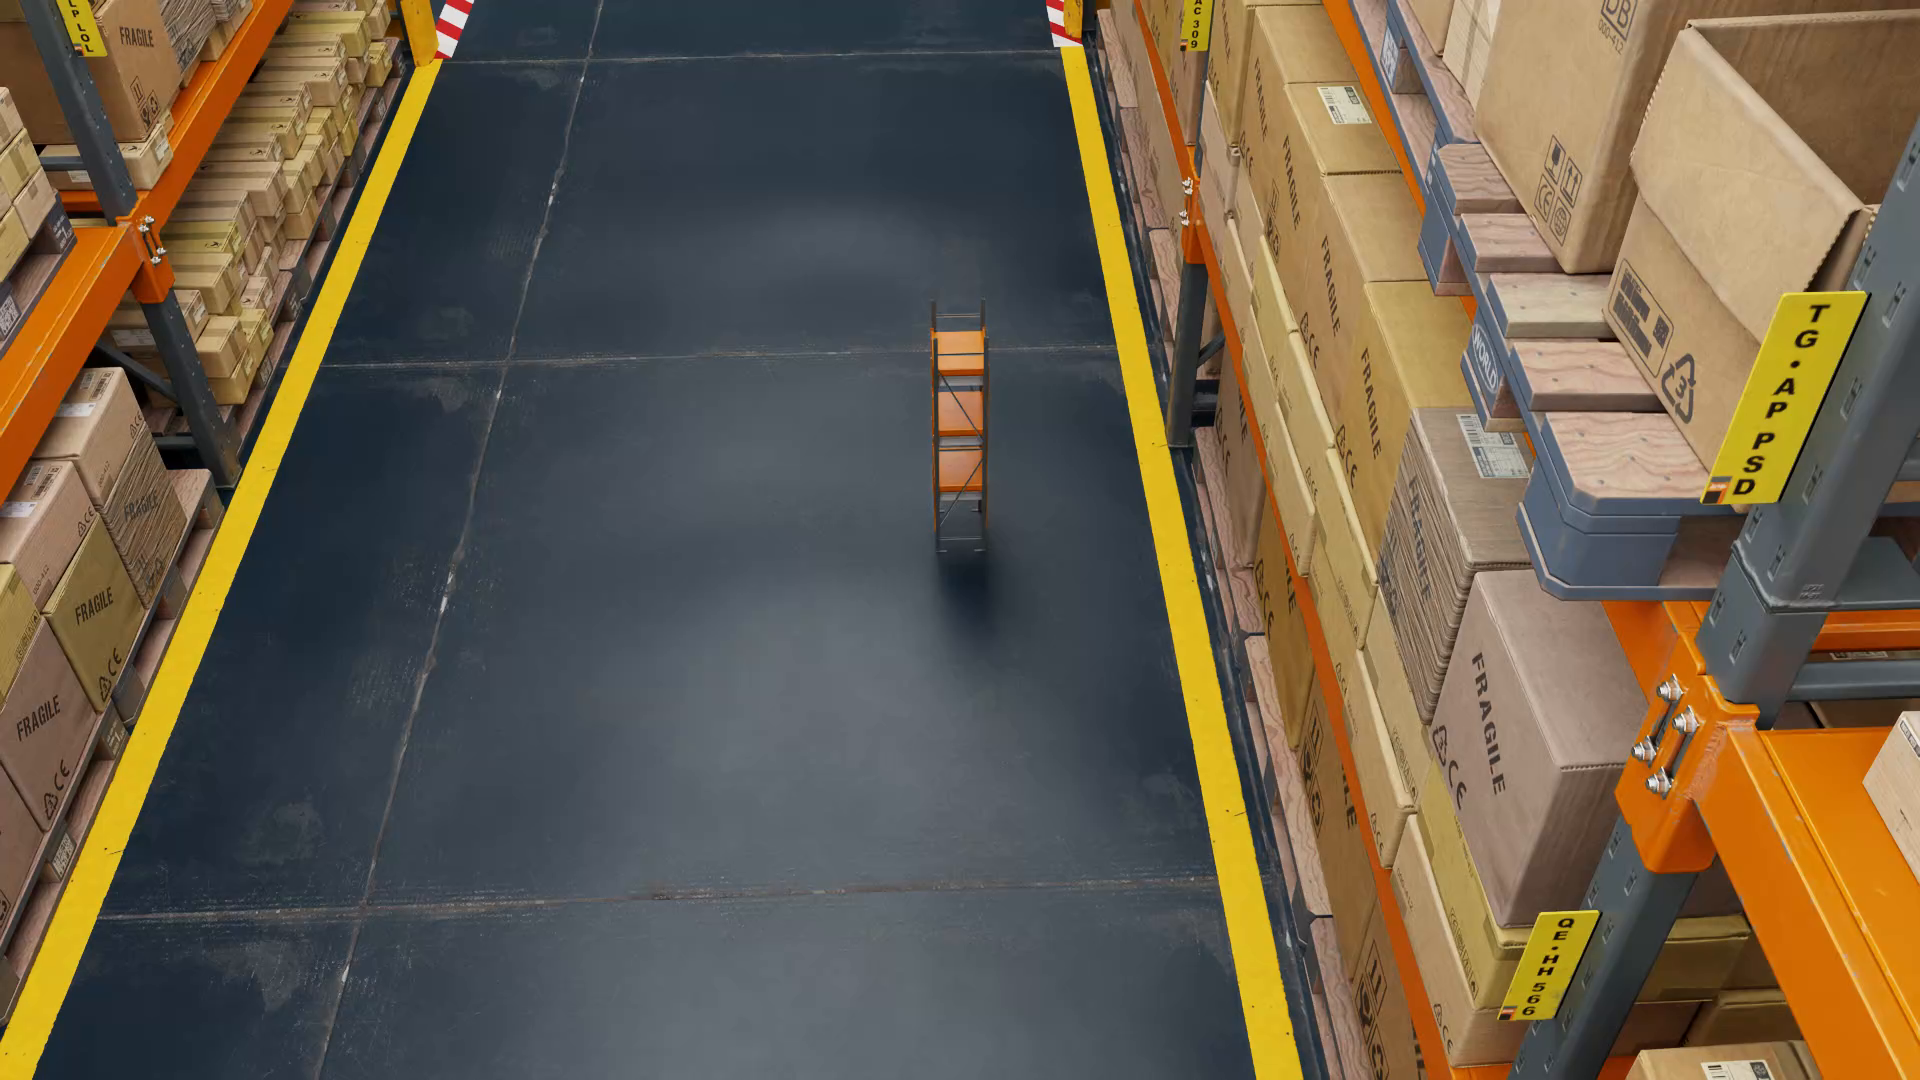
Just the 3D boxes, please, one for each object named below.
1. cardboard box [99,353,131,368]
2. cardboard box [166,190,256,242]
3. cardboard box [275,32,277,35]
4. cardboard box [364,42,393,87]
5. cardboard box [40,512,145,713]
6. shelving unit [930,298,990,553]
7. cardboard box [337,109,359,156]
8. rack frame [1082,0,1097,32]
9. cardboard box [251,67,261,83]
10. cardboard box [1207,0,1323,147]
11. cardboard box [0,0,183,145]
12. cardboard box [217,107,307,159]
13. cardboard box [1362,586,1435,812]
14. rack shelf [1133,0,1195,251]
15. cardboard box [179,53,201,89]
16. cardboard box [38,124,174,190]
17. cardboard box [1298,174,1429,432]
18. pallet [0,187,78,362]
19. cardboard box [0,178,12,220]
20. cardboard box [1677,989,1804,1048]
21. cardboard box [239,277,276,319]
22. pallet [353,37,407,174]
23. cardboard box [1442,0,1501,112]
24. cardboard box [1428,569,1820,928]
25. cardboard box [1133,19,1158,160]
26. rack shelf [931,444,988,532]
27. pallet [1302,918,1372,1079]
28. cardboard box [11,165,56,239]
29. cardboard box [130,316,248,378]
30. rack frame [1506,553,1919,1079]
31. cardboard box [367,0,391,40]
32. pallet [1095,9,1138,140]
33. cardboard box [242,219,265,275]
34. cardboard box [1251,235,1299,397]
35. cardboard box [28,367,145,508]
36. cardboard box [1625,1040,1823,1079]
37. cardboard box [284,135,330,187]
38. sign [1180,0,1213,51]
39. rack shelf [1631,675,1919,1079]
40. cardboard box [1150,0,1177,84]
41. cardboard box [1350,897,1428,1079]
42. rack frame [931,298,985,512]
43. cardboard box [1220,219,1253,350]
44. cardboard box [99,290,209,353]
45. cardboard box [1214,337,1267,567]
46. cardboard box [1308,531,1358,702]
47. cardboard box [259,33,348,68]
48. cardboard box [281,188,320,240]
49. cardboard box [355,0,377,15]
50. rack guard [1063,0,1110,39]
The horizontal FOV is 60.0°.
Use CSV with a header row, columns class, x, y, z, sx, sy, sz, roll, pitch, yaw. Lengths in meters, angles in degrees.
class,x,y,z,sx,sy,sz,roll,pitch,yaw
cardboard box,-3.829,-0.880,7.289,0.380,0.149,0.250,-1,43,-1
cardboard box,-3.399,-1.438,7.457,0.380,0.149,0.250,-3,43,-3
cardboard box,-3.949,-2.896,9.269,0.380,0.149,0.250,0,43,0
cardboard box,-3.372,-2.628,9.196,0.380,0.149,0.250,0,43,0
cardboard box,-3.240,0.262,5.784,0.500,0.500,0.500,-3,43,-3
shelving unit,-0.002,-0.423,6.435,0.215,1.050,0.252,-2,43,-2
cardboard box,-3.350,-2.110,8.631,0.380,0.149,0.250,-3,43,-4
rack frame,1.226,-4.254,9.171,1.000,3.000,0.127,-2,43,-2
cardboard box,-3.475,-2.374,8.699,0.380,0.149,0.250,-2,43,-2
cardboard box,1.128,-1.654,5.521,0.500,0.500,0.500,-1,43,-1
cardboard box,-3.314,-1.832,6.234,0.500,0.500,0.500,-2,43,-3
cardboard box,-3.393,-1.961,8.028,0.380,0.149,0.250,-1,43,-2
cardboard box,1.266,0.352,3.887,0.500,0.250,0.500,-3,43,-3
rack shelf,1.311,-2.639,7.941,1.077,0.370,4.000,-2,43,-2
cardboard box,-3.385,-1.986,6.883,0.380,0.149,0.250,-3,43,-4
cardboard box,-3.230,-1.452,6.300,0.380,0.149,0.250,0,43,0
cardboard box,1.224,-0.624,4.397,0.500,0.500,0.500,-2,43,-2
pallet,-3.658,-0.753,5.493,1.003,0.211,1.213,-2,43,-2
cardboard box,-3.318,-1.075,5.358,0.380,0.149,0.250,-1,43,-2
cardboard box,1.797,0.864,3.698,0.500,0.250,0.500,-2,43,-3
cardboard box,-3.313,-1.049,7.473,0.380,0.149,0.250,-2,43,-2
pallet,-3.712,-2.415,9.229,1.003,0.211,1.213,-2,43,-2
cardboard box,1.158,-0.984,3.173,0.396,0.266,0.258,-3,43,-3
cardboard box,1.283,0.399,3.280,0.500,0.500,0.500,-3,43,-3
cardboard box,1.402,-2.404,8.738,0.875,0.438,0.875,-1,43,-1
rack shelf,-0.002,-0.210,6.630,0.215,0.259,0.240,-2,43,-2
pallet,1.608,1.640,4.805,1.003,0.211,1.213,-2,43,-2
cardboard box,-3.330,-1.143,5.653,0.380,0.149,0.250,-3,43,-3
cardboard box,-3.241,-0.811,6.994,0.380,0.149,0.250,0,43,0
rack frame,1.566,1.146,3.279,1.000,3.000,0.127,-2,43,-2
cardboard box,-3.407,-2.909,9.283,0.380,0.149,0.250,-3,43,-3
pallet,1.339,-2.689,9.527,1.003,0.211,1.213,-2,43,-2
cardboard box,-3.396,-1.325,7.555,0.380,0.149,0.250,-4,43,-4
cardboard box,1.178,-0.685,5.019,0.500,0.250,0.500,-1,43,-1
cardboard box,-3.261,-0.358,5.905,0.500,0.250,0.500,-3,43,-3
cardboard box,1.354,1.156,2.664,0.500,0.500,0.500,-3,43,-3
cardboard box,-3.317,-1.851,8.128,0.380,0.149,0.250,-1,43,-1
sign,0.842,-1.885,5.888,0.100,0.325,0.005,-2,43,-2
rack shelf,1.651,1.656,1.036,1.077,0.370,4.000,-2,43,-2
cardboard box,1.094,-2.244,6.904,0.500,0.500,0.500,-3,43,-3
cardboard box,1.620,1.306,4.367,0.875,0.875,0.875,-2,43,-2
rack frame,-0.007,-0.506,6.525,0.200,1.050,0.008,-2,43,-2
cardboard box,1.175,-0.845,5.563,0.500,0.250,0.500,-3,43,-3
cardboard box,-3.353,-0.905,6.877,0.380,0.149,0.250,0,43,0
cardboard box,1.503,-0.509,6.347,0.875,0.875,0.875,0,43,0
cardboard box,1.243,0.183,4.441,0.500,0.250,0.500,-2,43,-2
cardboard box,-3.400,-2.498,8.614,0.380,0.149,0.250,-3,43,-4
cardboard box,-3.335,-1.577,8.050,0.380,0.149,0.250,-3,43,-3
cardboard box,-3.439,-3.017,9.180,0.380,0.149,0.250,-1,43,-1
rack guard,1.225,-3.349,10.034,1.175,0.500,0.348,-2,43,-2
